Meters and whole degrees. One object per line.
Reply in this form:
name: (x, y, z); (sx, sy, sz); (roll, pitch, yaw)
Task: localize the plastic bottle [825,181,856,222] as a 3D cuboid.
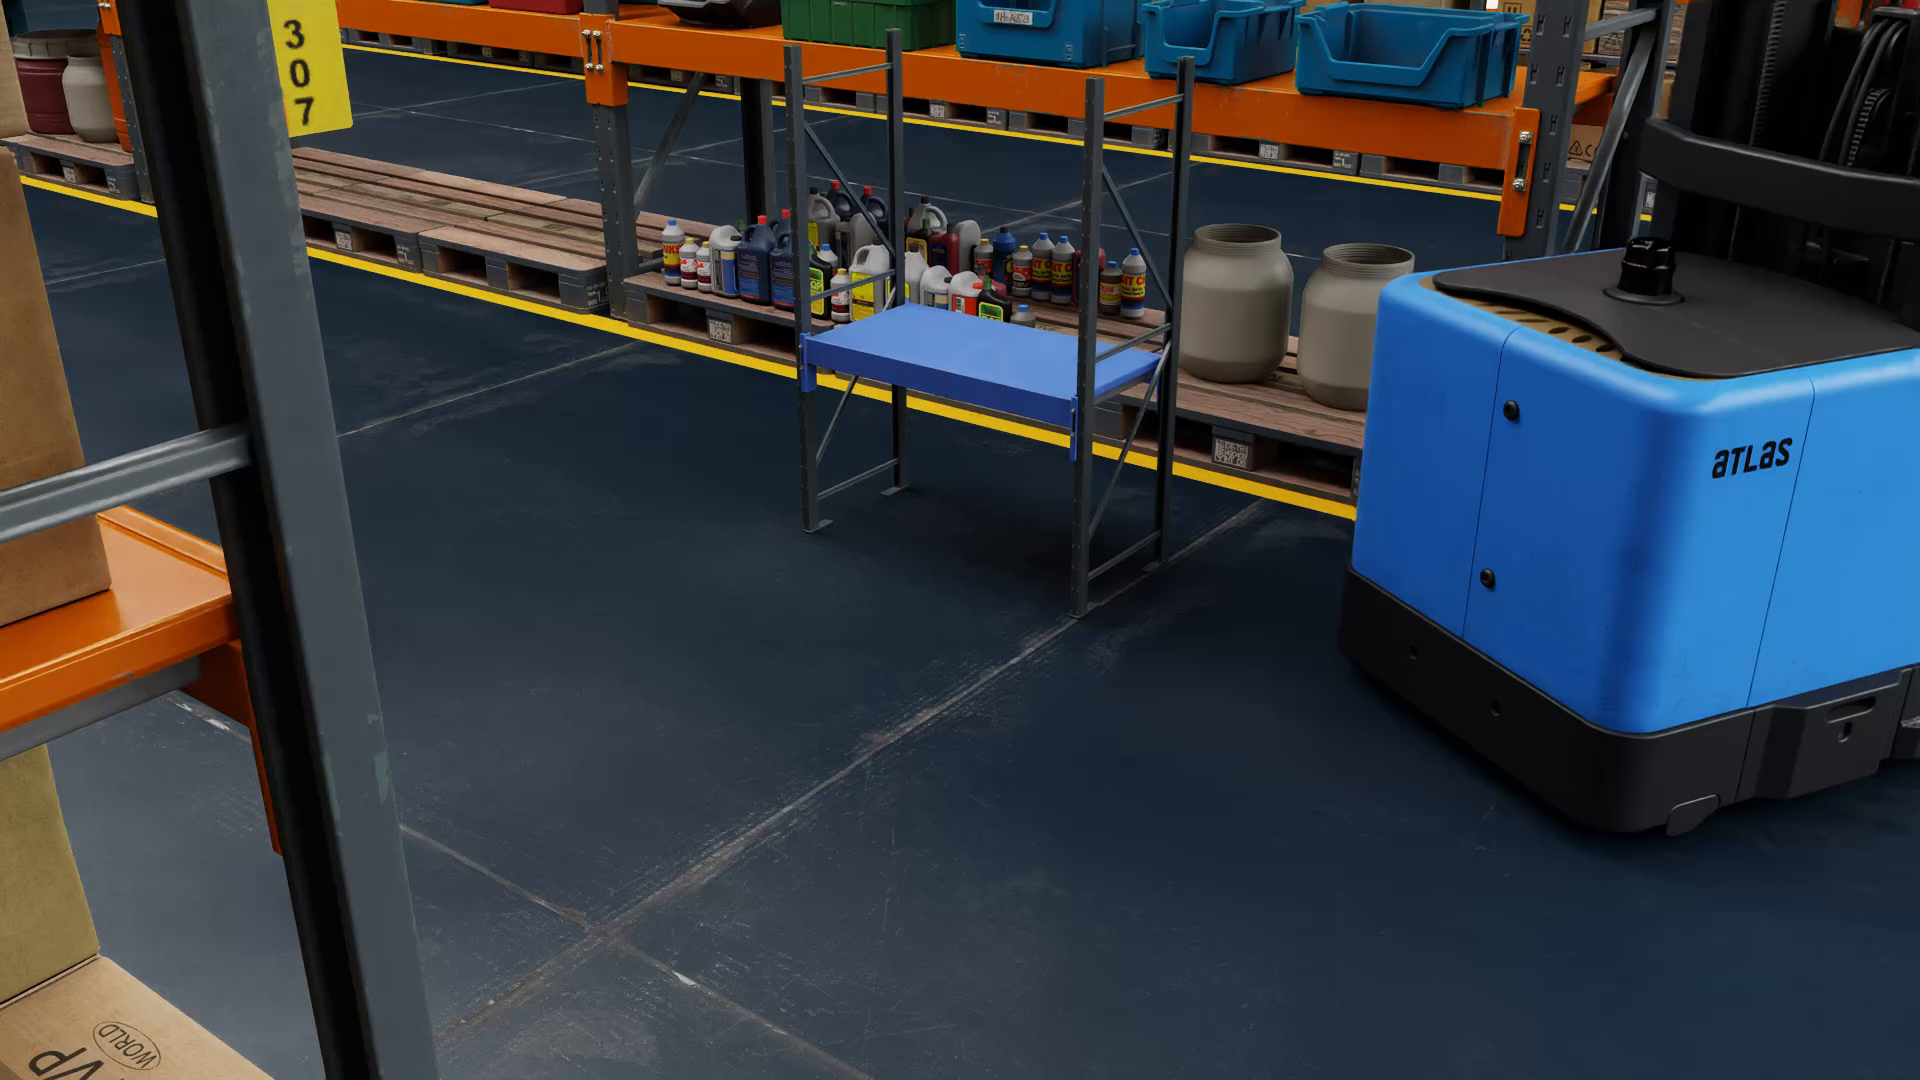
plastic bottle: (-0.545, -1.448, 7.556); (0.185, 0.351, 0.144); (16, 28, 32)

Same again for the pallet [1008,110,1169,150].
pallet: (1.113, -3.031, 11.868); (1.213, 0.211, 1.003); (17, 29, 33)

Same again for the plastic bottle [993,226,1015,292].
plastic bottle: (0.187, -1.202, 7.096); (0.097, 0.271, 0.097); (0, 24, 0)

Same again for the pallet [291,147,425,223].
pallet: (-3.838, -2.013, 9.557); (1.213, 0.211, 1.003); (17, 29, 33)

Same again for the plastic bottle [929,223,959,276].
plastic bottle: (-0.069, -1.217, 7.116); (0.133, 0.283, 0.061); (17, 29, 33)

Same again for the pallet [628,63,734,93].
pallet: (-2.049, -4.026, 14.125); (1.213, 0.211, 1.003); (17, 29, 33)

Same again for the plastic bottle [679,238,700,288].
plastic bottle: (-1.160, -1.199, 7.177); (0.097, 0.201, 0.097); (0, 24, 0)

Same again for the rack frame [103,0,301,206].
rack frame: (-4.434, -3.489, 9.448); (0.127, 3.000, 1.000); (17, 29, 33)

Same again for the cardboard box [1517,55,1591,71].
cardboard box: (3.460, -2.648, 10.119); (0.500, 0.500, 0.500); (20, 31, 38)

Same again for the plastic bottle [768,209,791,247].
plastic bottle: (-0.750, -1.228, 7.057); (0.185, 0.351, 0.144); (17, 29, 33)

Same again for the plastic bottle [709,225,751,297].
plastic bottle: (-0.966, -1.189, 7.060); (0.135, 0.276, 0.152); (18, 30, 35)

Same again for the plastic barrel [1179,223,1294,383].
plastic barrel: (0.994, -0.864, 6.055); (0.421, 0.512, 0.421); (0, 24, 0)

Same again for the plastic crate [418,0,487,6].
plastic crate: (-2.303, -2.681, 7.634); (0.575, 0.384, 0.392); (17, 29, 33)

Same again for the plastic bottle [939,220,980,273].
plastic bottle: (-0.006, -1.249, 7.196); (0.135, 0.276, 0.152); (17, 29, 34)

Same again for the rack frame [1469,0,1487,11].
rack frame: (4.793, -5.695, 14.456); (0.127, 3.000, 1.000); (17, 29, 33)

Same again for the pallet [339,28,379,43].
pallet: (-6.206, -5.282, 16.976); (1.213, 0.211, 1.003); (17, 29, 33)

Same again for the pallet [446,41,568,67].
pallet: (-4.002, -4.616, 15.464); (1.213, 0.211, 1.003); (17, 29, 33)

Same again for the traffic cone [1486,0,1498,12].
traffic cone: (5.849, -6.004, 18.303); (0.334, 0.463, 0.336); (17, 29, 33)

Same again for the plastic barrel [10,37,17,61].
plastic barrel: (-6.245, -3.036, 10.985); (0.421, 0.512, 0.421); (0, 24, 0)

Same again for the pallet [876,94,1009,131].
pallet: (0.133, -3.326, 12.537); (1.213, 0.211, 1.003); (17, 29, 33)

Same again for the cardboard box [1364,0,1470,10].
cardboard box: (4.242, -4.979, 15.100); (0.750, 0.750, 1.050); (17, 29, 33)

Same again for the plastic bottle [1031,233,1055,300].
plastic bottle: (0.349, -1.153, 6.985); (0.097, 0.271, 0.097); (0, 24, 0)

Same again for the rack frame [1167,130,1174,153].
rack frame: (1.737, -4.120, 10.880); (0.127, 3.000, 1.000); (17, 29, 33)

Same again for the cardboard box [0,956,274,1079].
cardboard box: (-1.302, 0.908, 2.359); (0.500, 0.250, 0.500); (17, 29, 33)

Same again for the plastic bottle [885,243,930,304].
plastic bottle: (-0.196, -0.988, 6.512); (0.185, 0.351, 0.144); (18, 30, 35)

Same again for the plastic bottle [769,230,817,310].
plastic bottle: (-0.685, -1.136, 6.848); (0.185, 0.351, 0.144); (15, 28, 31)

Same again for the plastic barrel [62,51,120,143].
plastic barrel: (-5.341, -2.763, 10.365); (0.421, 0.512, 0.421); (0, 24, 0)

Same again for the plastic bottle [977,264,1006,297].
plastic bottle: (0.113, -0.919, 6.440); (0.133, 0.283, 0.061); (17, 29, 33)

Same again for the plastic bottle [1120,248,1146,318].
plastic bottle: (0.703, -1.046, 6.742); (0.097, 0.271, 0.097); (0, 24, 0)

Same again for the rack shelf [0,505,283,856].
rack shelf: (-2.607, -0.111, 2.675); (4.000, 0.370, 1.077); (17, 29, 33)

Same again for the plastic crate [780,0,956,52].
plastic crate: (-0.317, -2.005, 6.344); (0.662, 0.188, 0.450); (17, 29, 33)

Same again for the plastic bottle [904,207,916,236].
plastic bottle: (-0.236, -1.345, 7.405); (0.133, 0.283, 0.061); (19, 30, 37)

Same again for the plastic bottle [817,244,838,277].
plastic bottle: (-0.545, -1.076, 6.810); (0.097, 0.271, 0.097); (0, 24, 0)

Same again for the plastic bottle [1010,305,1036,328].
plastic bottle: (0.235, -0.778, 6.220); (0.097, 0.201, 0.097); (0, 24, 0)

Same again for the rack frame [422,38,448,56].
rack frame: (-4.664, -6.054, 15.270); (0.127, 3.000, 1.000); (17, 29, 33)

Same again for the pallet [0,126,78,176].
pallet: (-6.062, -2.685, 11.082); (1.213, 0.211, 1.003); (17, 29, 33)

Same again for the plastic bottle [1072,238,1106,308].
plastic bottle: (0.533, -1.112, 6.877); (0.133, 0.283, 0.061); (17, 29, 34)

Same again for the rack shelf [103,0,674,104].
rack shelf: (-2.834, -2.676, 8.495); (4.000, 0.370, 1.077); (17, 29, 33)

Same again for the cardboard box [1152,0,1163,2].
cardboard box: (2.025, -5.649, 16.620); (0.750, 0.750, 1.050); (16, 29, 33)

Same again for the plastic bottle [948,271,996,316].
plastic bottle: (0.050, -0.882, 6.363); (0.135, 0.276, 0.152); (17, 29, 34)

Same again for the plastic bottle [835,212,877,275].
plastic bottle: (-0.460, -1.313, 7.343); (0.135, 0.276, 0.152); (17, 29, 33)

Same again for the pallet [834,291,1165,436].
pallet: (0.259, -0.775, 6.747); (1.213, 0.211, 1.003); (17, 29, 33)

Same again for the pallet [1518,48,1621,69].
pallet: (5.354, -4.210, 14.544); (1.213, 0.211, 1.003); (17, 29, 33)

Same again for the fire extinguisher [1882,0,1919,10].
fire extinguisher: (4.753, -2.941, 8.300); (0.183, 0.674, 0.296); (17, 29, 33)

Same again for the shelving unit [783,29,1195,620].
shelving unit: (0.068, -0.666, 4.901); (1.048, 1.500, 0.538); (17, 29, 33)

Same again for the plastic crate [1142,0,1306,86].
plastic crate: (0.871, -1.670, 5.503); (0.408, 0.251, 0.499); (17, 29, 33)

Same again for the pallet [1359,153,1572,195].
pallet: (3.276, -2.398, 10.430); (1.213, 0.211, 1.003); (17, 29, 33)

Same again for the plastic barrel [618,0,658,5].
plastic barrel: (-1.361, -2.942, 7.585); (0.708, 0.901, 0.600); (17, 29, 33)

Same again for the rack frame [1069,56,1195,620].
rack frame: (0.475, -0.543, 4.622); (0.032, 1.500, 0.500); (17, 29, 33)

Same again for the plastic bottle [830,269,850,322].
plastic bottle: (-0.473, -0.992, 6.705); (0.097, 0.201, 0.097); (0, 24, 0)

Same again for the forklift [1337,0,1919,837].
forklift: (2.568, -1.061, 4.023); (3.031, 2.935, 1.130); (-10, 26, -21)

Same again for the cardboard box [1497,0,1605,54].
cardboard box: (5.254, -4.741, 14.403); (0.875, 0.875, 0.875); (17, 29, 34)

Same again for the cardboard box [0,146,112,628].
cardboard box: (-1.372, -0.120, 1.678); (0.500, 0.500, 0.700); (17, 29, 33)

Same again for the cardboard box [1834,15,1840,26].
cardboard box: (6.706, -4.303, 13.410); (0.875, 0.875, 0.875); (16, 29, 32)
